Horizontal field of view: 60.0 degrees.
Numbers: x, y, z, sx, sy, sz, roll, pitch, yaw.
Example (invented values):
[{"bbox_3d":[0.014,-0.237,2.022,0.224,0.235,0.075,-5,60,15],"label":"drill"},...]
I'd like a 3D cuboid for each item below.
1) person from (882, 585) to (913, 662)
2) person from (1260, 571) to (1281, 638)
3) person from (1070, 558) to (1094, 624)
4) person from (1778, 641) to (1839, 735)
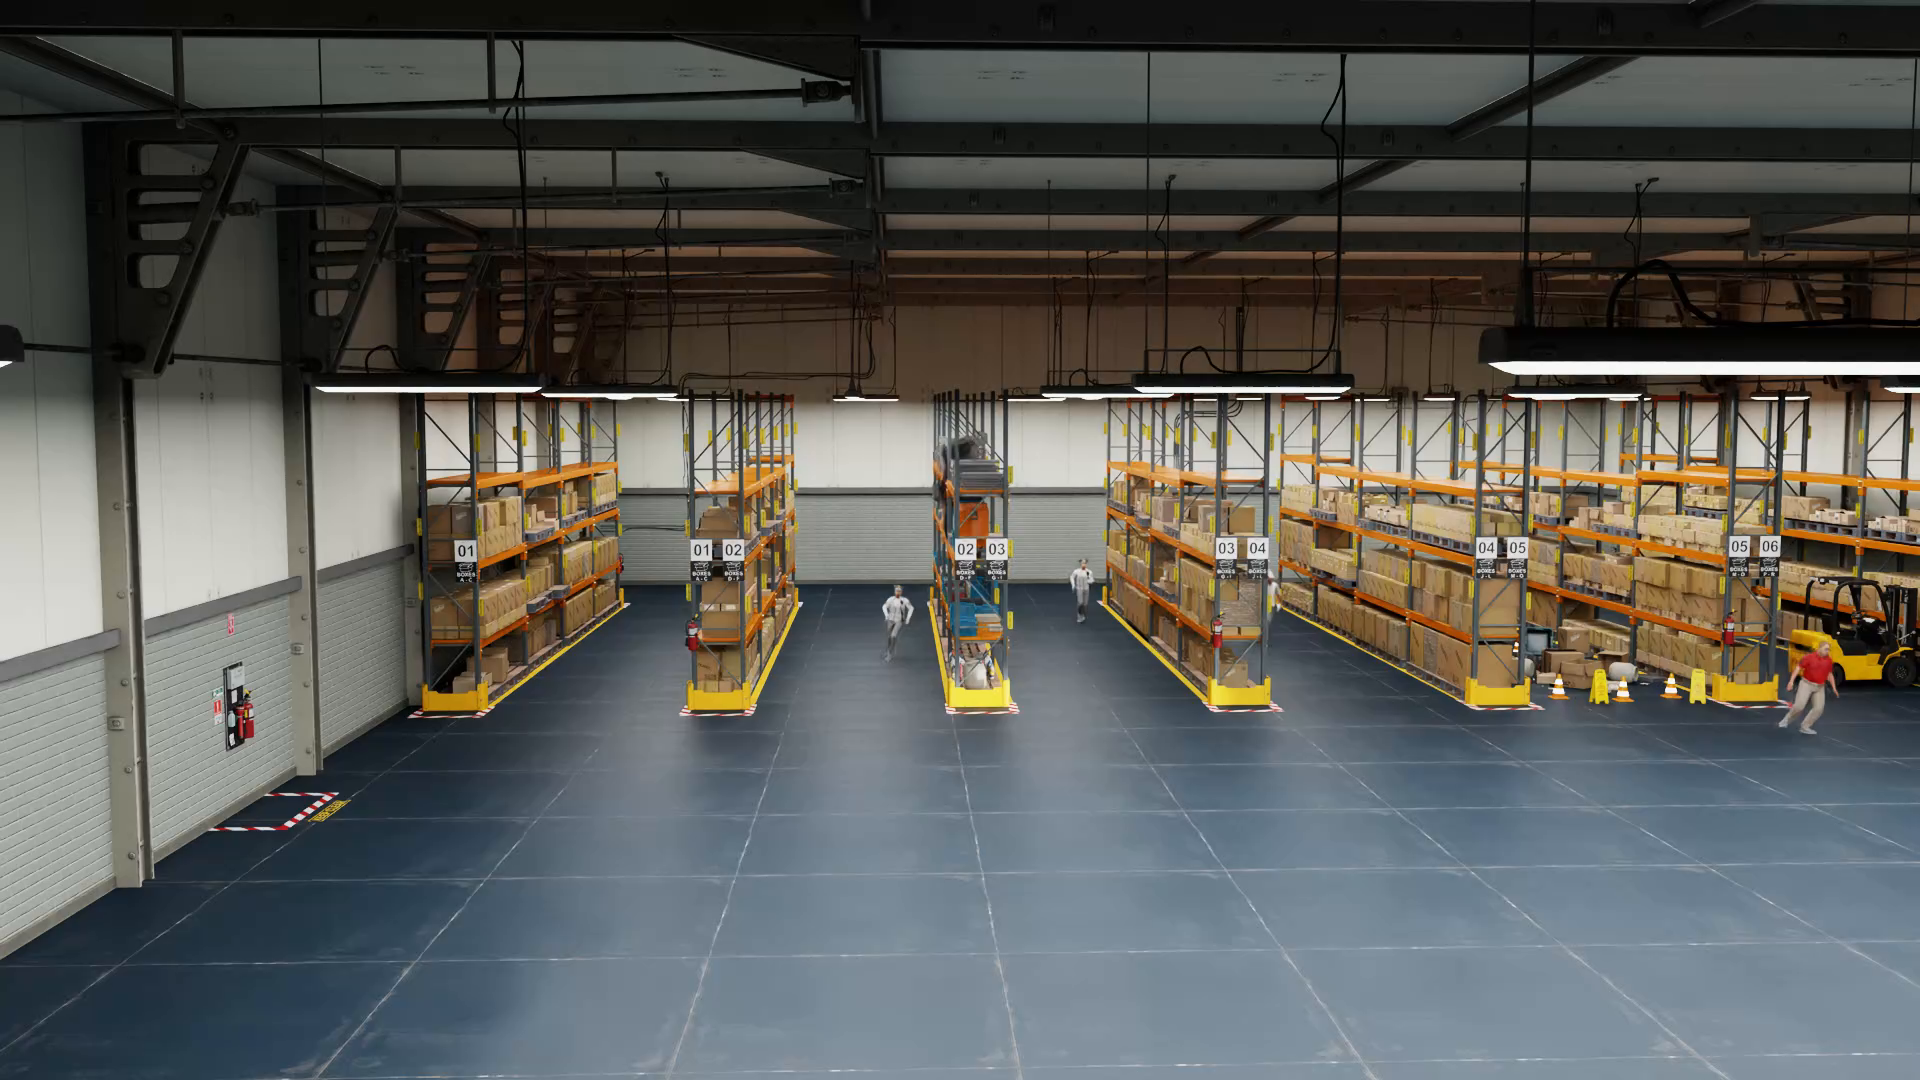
[{"bbox_3d":[-1.434,1.853,37.331,0.679,1.712,0.757,1,5,17],"label":"person"},{"bbox_3d":[7.373,1.589,40.007,0.692,1.723,0.688,1,5,10],"label":"person"},{"bbox_3d":[3.217,1.333,43.517,0.571,1.717,0.694,-1,5,-8],"label":"person"},{"bbox_3d":[14.711,2.543,28.836,0.829,1.645,0.641,0,5,-6],"label":"person"}]
